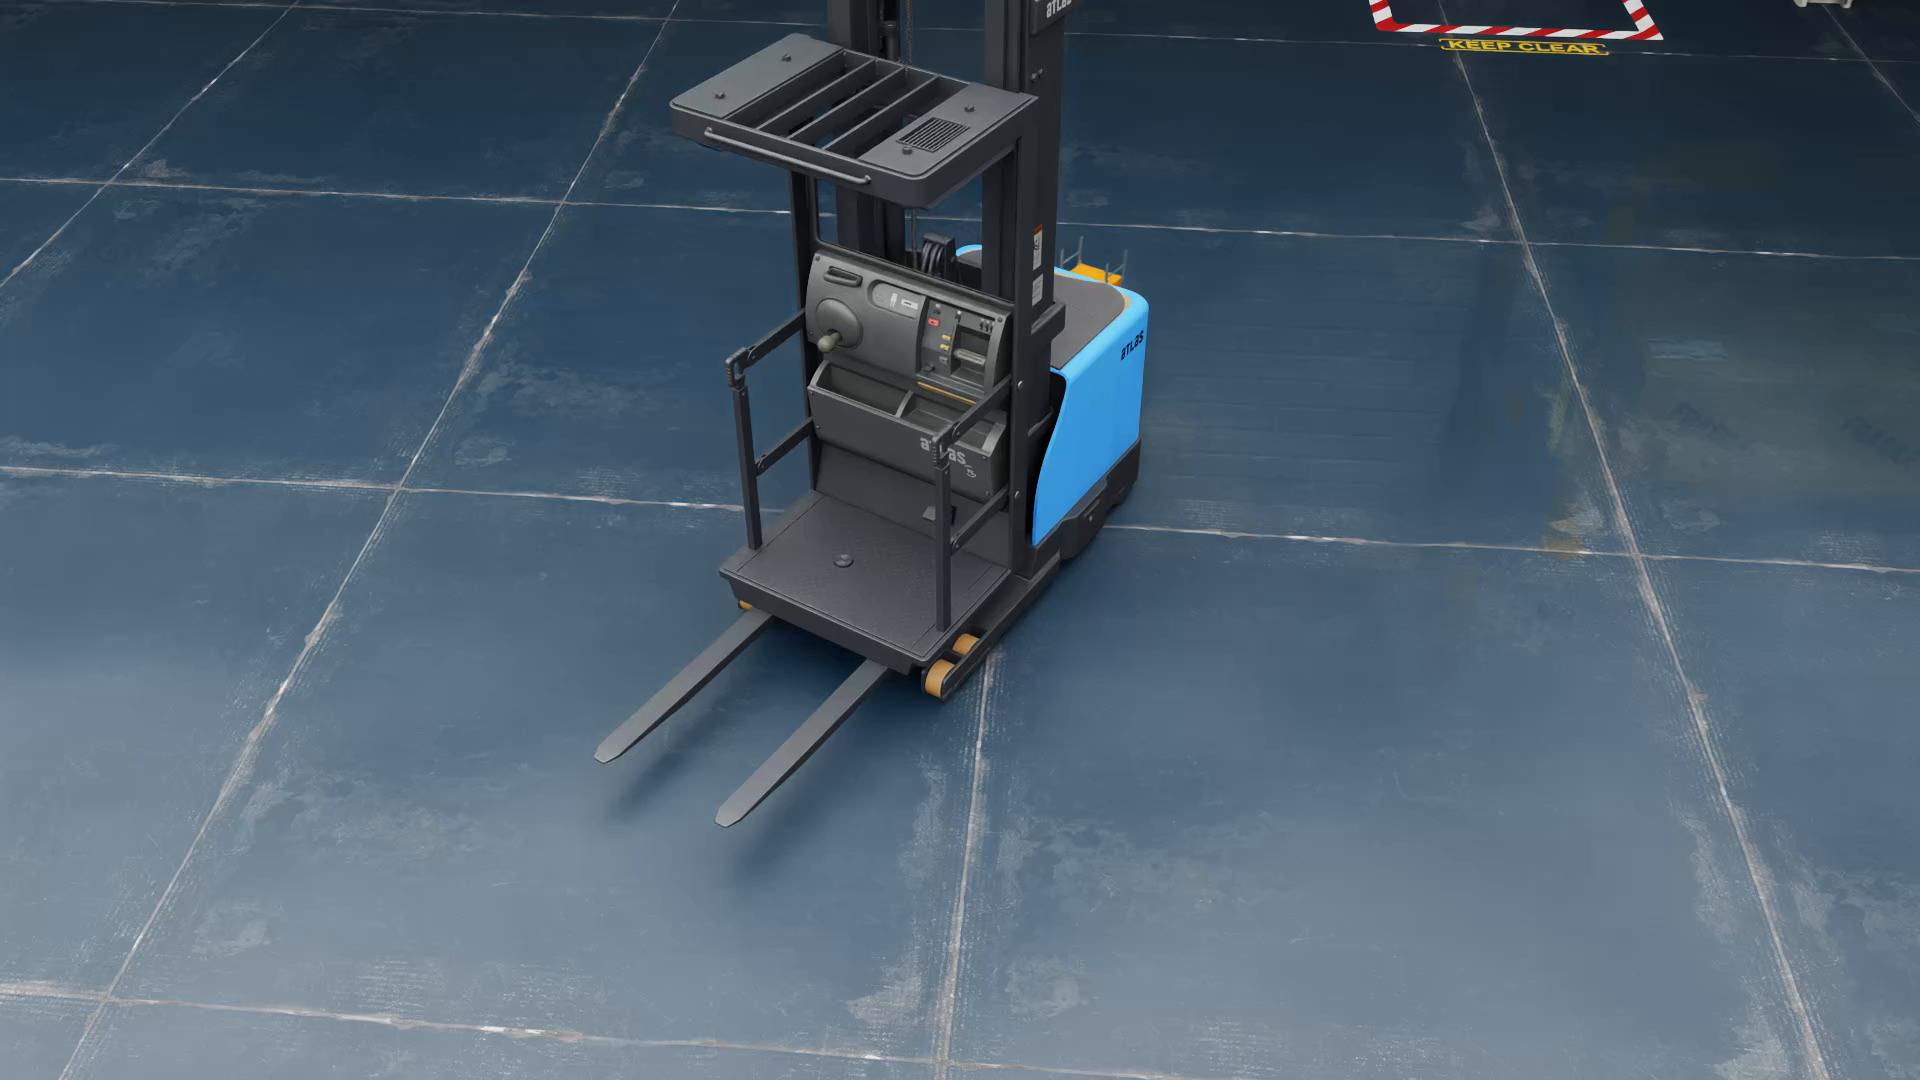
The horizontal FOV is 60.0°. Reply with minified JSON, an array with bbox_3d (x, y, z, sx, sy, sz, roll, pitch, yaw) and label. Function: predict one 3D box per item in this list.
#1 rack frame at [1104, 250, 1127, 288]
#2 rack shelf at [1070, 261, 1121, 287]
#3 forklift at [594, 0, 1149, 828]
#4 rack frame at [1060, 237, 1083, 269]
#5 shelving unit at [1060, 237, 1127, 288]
[{"bbox_3d":[0.720,-0.913,8.197,0.008,1.050,0.200,22,39,25],"label":"rack frame"},{"bbox_3d":[0.630,-1.178,8.091,0.240,0.259,0.215,22,39,25],"label":"rack shelf"},{"bbox_3d":[-0.341,-0.802,6.584,1.130,2.935,3.031,22,44,25],"label":"forklift"},{"bbox_3d":[0.515,-0.996,8.300,0.008,1.050,0.200,22,39,25],"label":"rack frame"},{"bbox_3d":[0.618,-0.954,8.248,0.252,1.050,0.215,22,39,25],"label":"shelving unit"}]
